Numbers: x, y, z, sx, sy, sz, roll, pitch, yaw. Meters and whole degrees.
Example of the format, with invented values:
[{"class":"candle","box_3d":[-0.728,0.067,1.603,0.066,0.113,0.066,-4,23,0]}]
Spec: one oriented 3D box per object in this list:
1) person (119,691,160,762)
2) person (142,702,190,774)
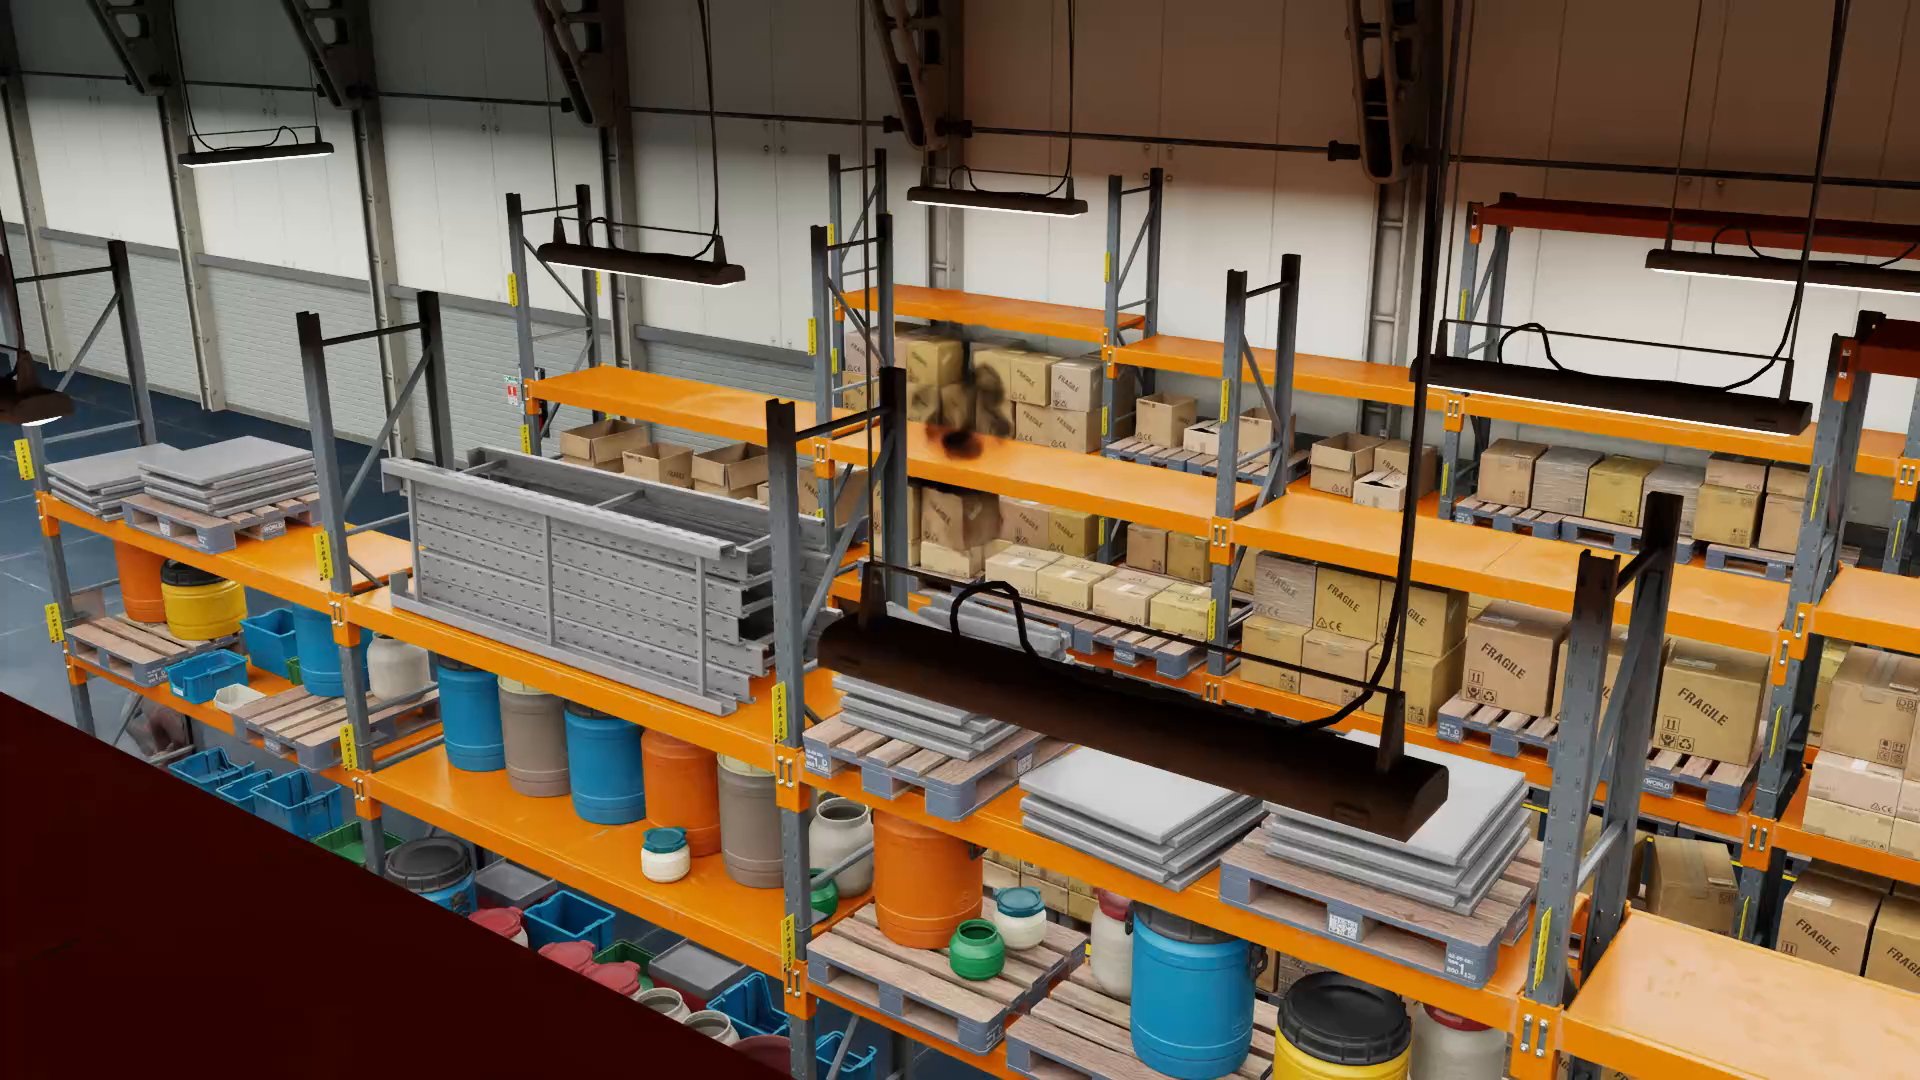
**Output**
[{"class":"person","box_3d":[-8.605,1.635,17.591,0.724,1.738,0.544,-11,22,-31]},{"class":"person","box_3d":[-7.448,2.135,15.950,0.967,1.789,0.718,0,18,1]}]
